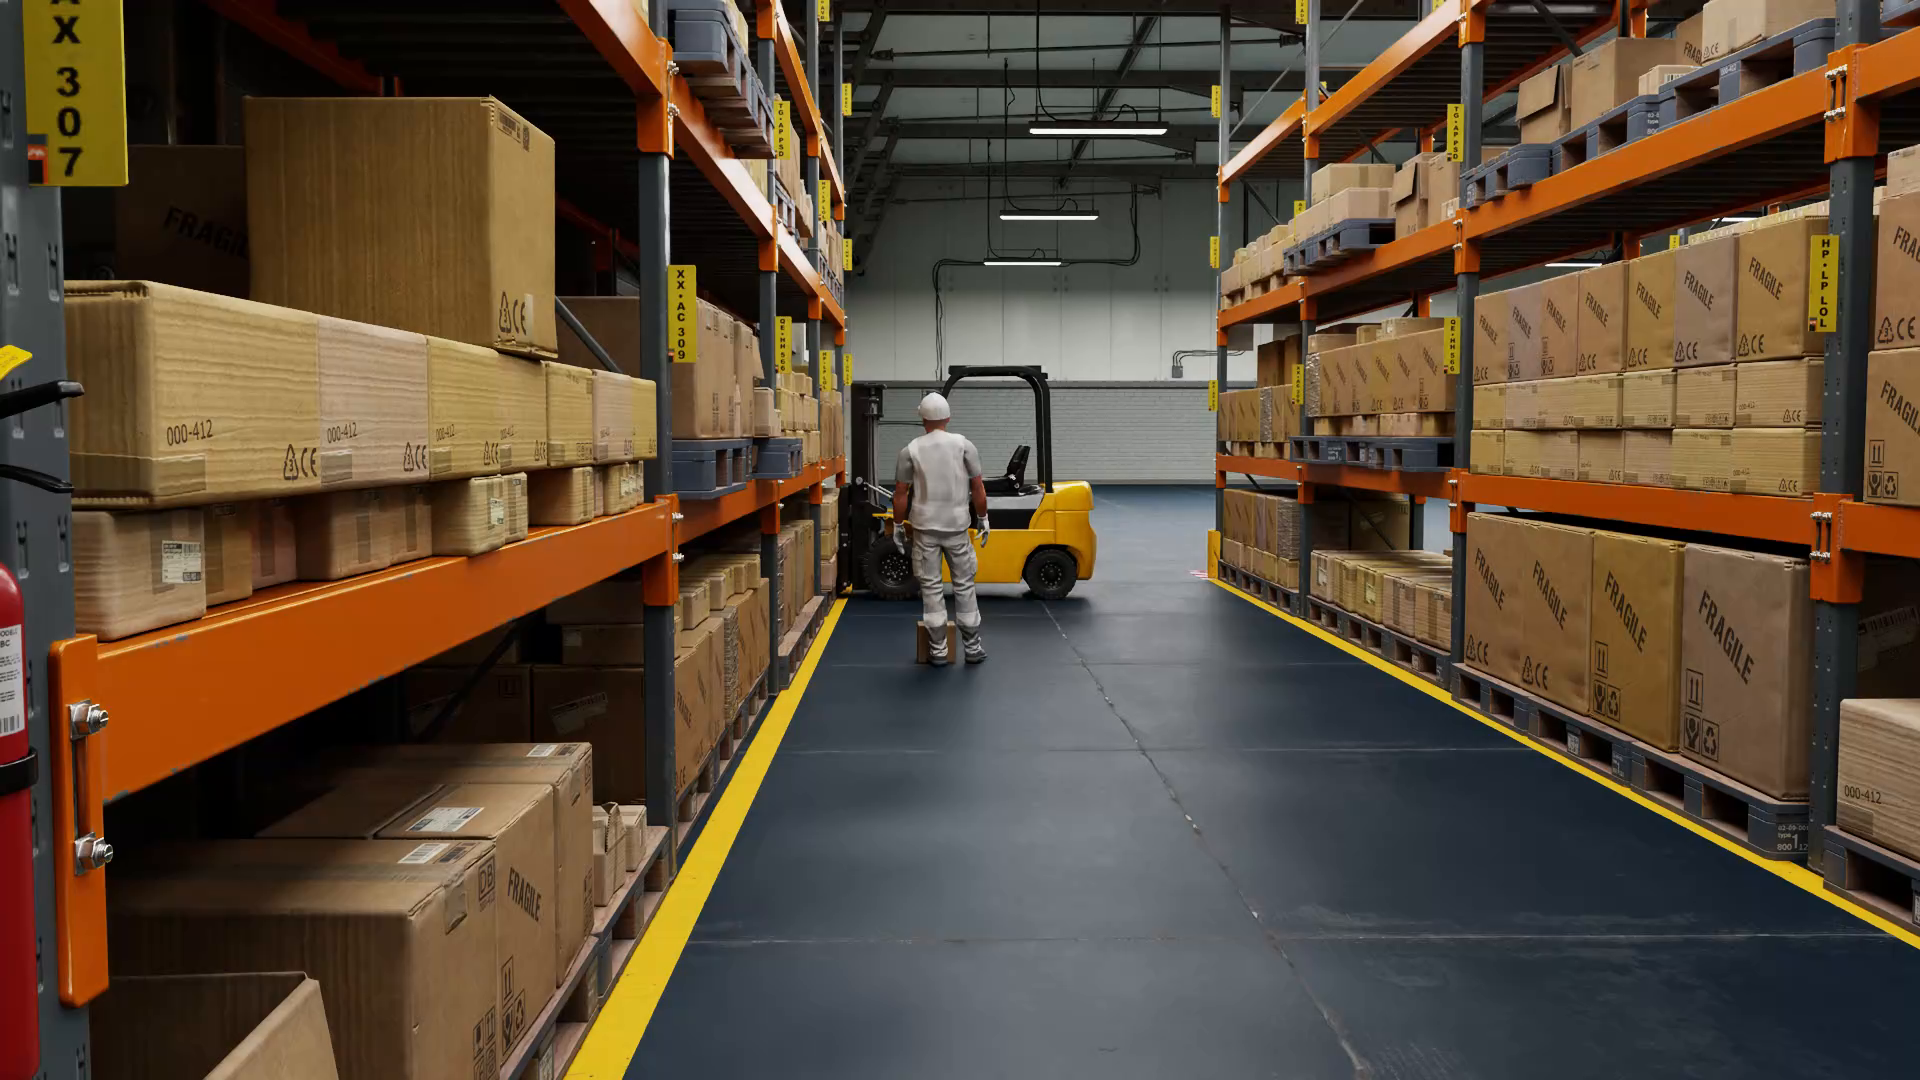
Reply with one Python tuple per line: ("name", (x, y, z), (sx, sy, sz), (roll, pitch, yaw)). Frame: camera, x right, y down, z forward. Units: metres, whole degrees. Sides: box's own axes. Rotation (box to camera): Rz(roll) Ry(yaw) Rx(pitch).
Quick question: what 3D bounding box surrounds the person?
("person", (-0.123, -0.075, 11.006), (0.638, 1.788, 0.563), (0, 4, -1))
